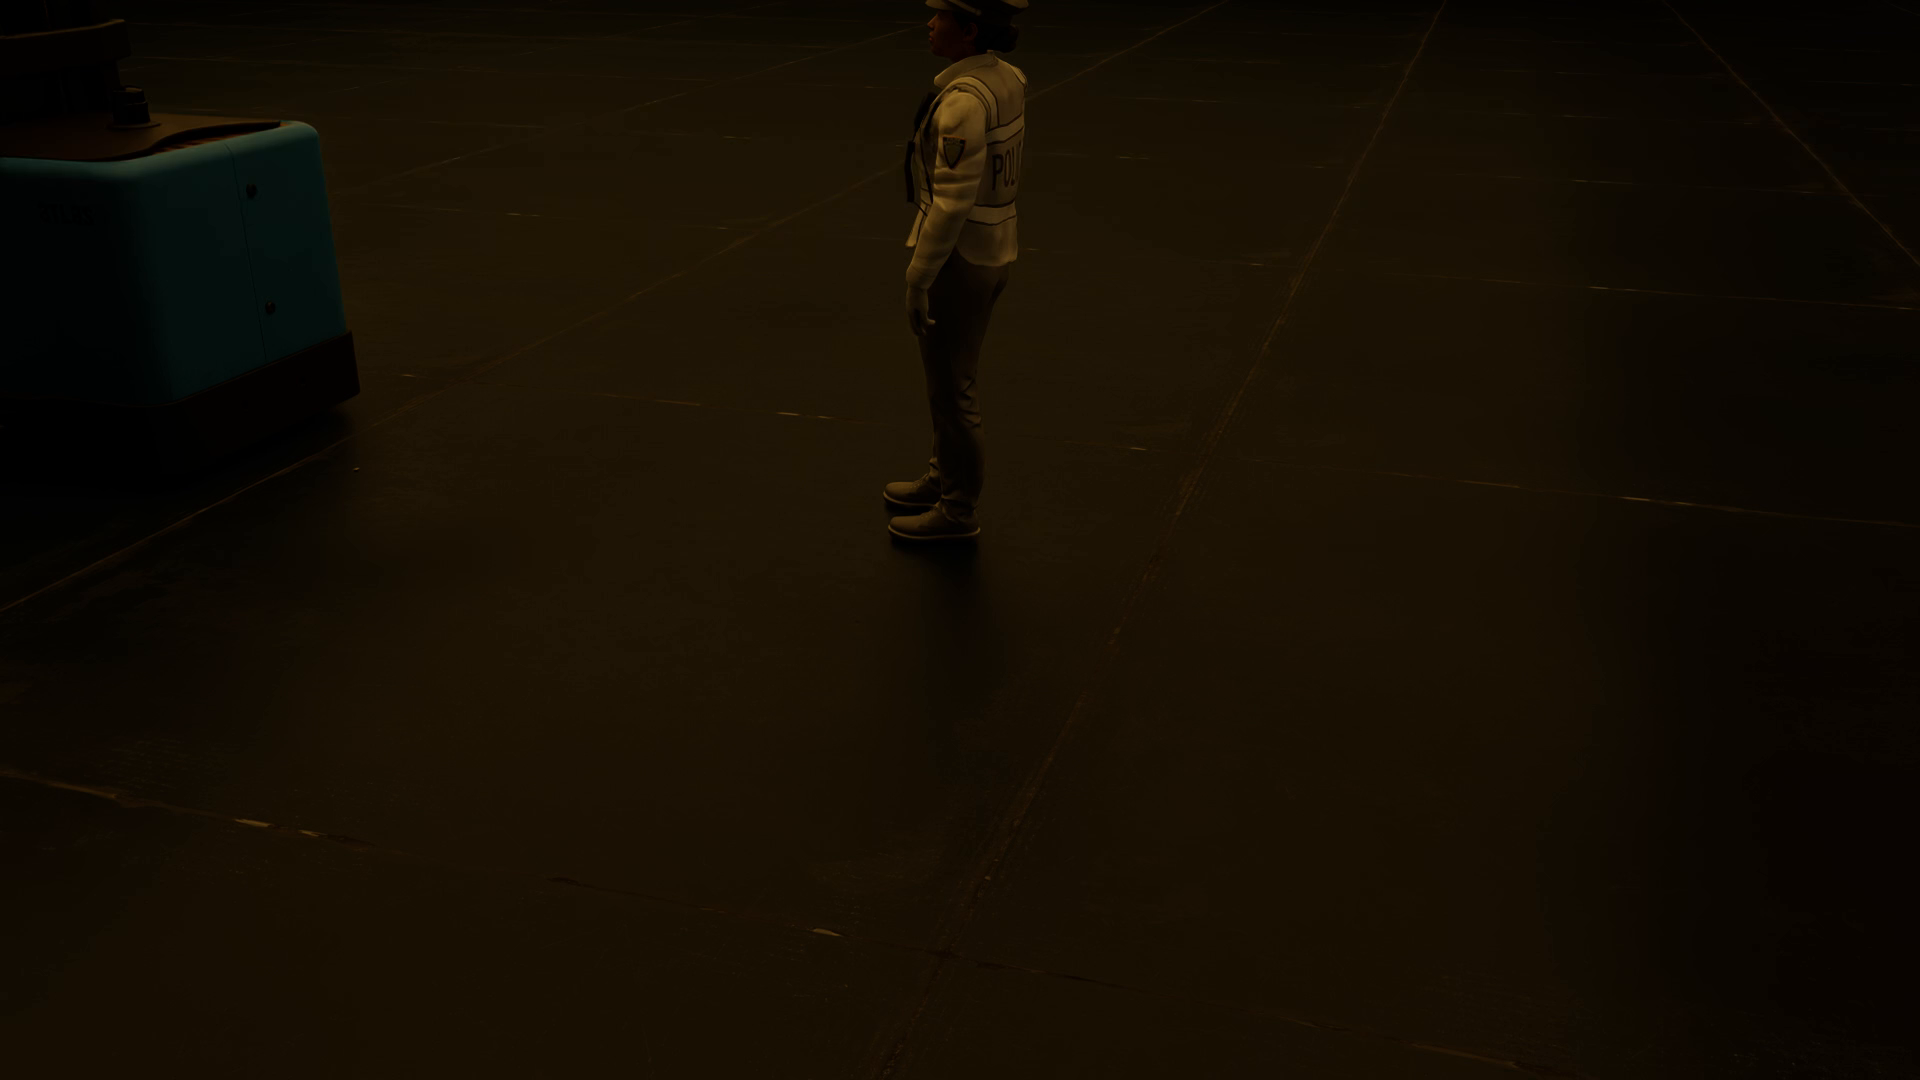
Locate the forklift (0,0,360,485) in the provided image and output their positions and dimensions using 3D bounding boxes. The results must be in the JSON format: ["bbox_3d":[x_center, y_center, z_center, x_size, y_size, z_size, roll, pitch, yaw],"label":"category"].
[{"bbox_3d":[-3.841,-1.851,5.762,3.031,2.935,1.130,7,23,16],"label":"forklift"}]

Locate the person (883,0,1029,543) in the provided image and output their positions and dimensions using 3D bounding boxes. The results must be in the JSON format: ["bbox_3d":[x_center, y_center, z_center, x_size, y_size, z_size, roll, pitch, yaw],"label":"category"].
[{"bbox_3d":[-0.064,-0.800,4.819,0.531,1.695,0.587,7,23,16],"label":"person"}]
